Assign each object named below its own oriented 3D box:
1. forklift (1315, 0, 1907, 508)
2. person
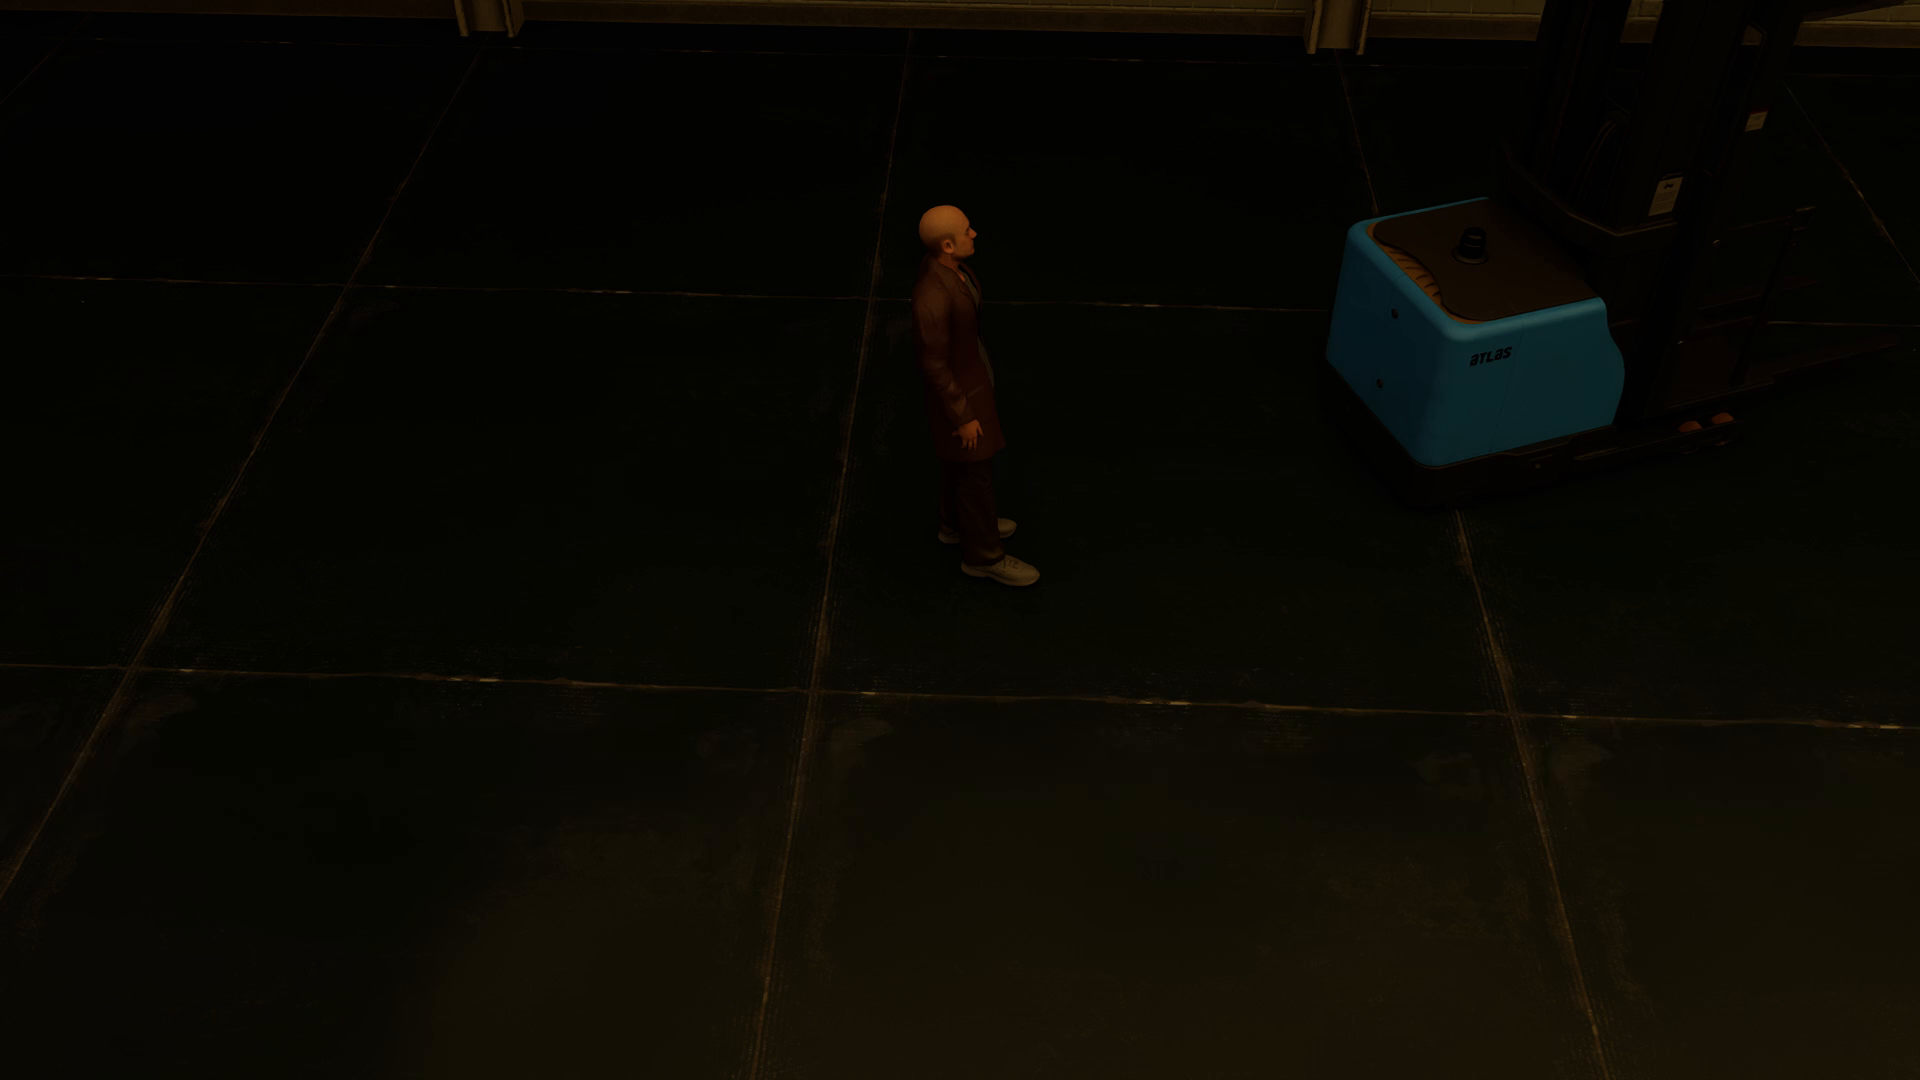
[{"bbox_3d":[3.422,-1.841,7.759,3.031,2.935,1.130,-13,44,-14],"label":"forklift"},{"bbox_3d":[0.092,-0.657,7.306,0.579,1.778,0.698,2,42,2],"label":"person"}]
